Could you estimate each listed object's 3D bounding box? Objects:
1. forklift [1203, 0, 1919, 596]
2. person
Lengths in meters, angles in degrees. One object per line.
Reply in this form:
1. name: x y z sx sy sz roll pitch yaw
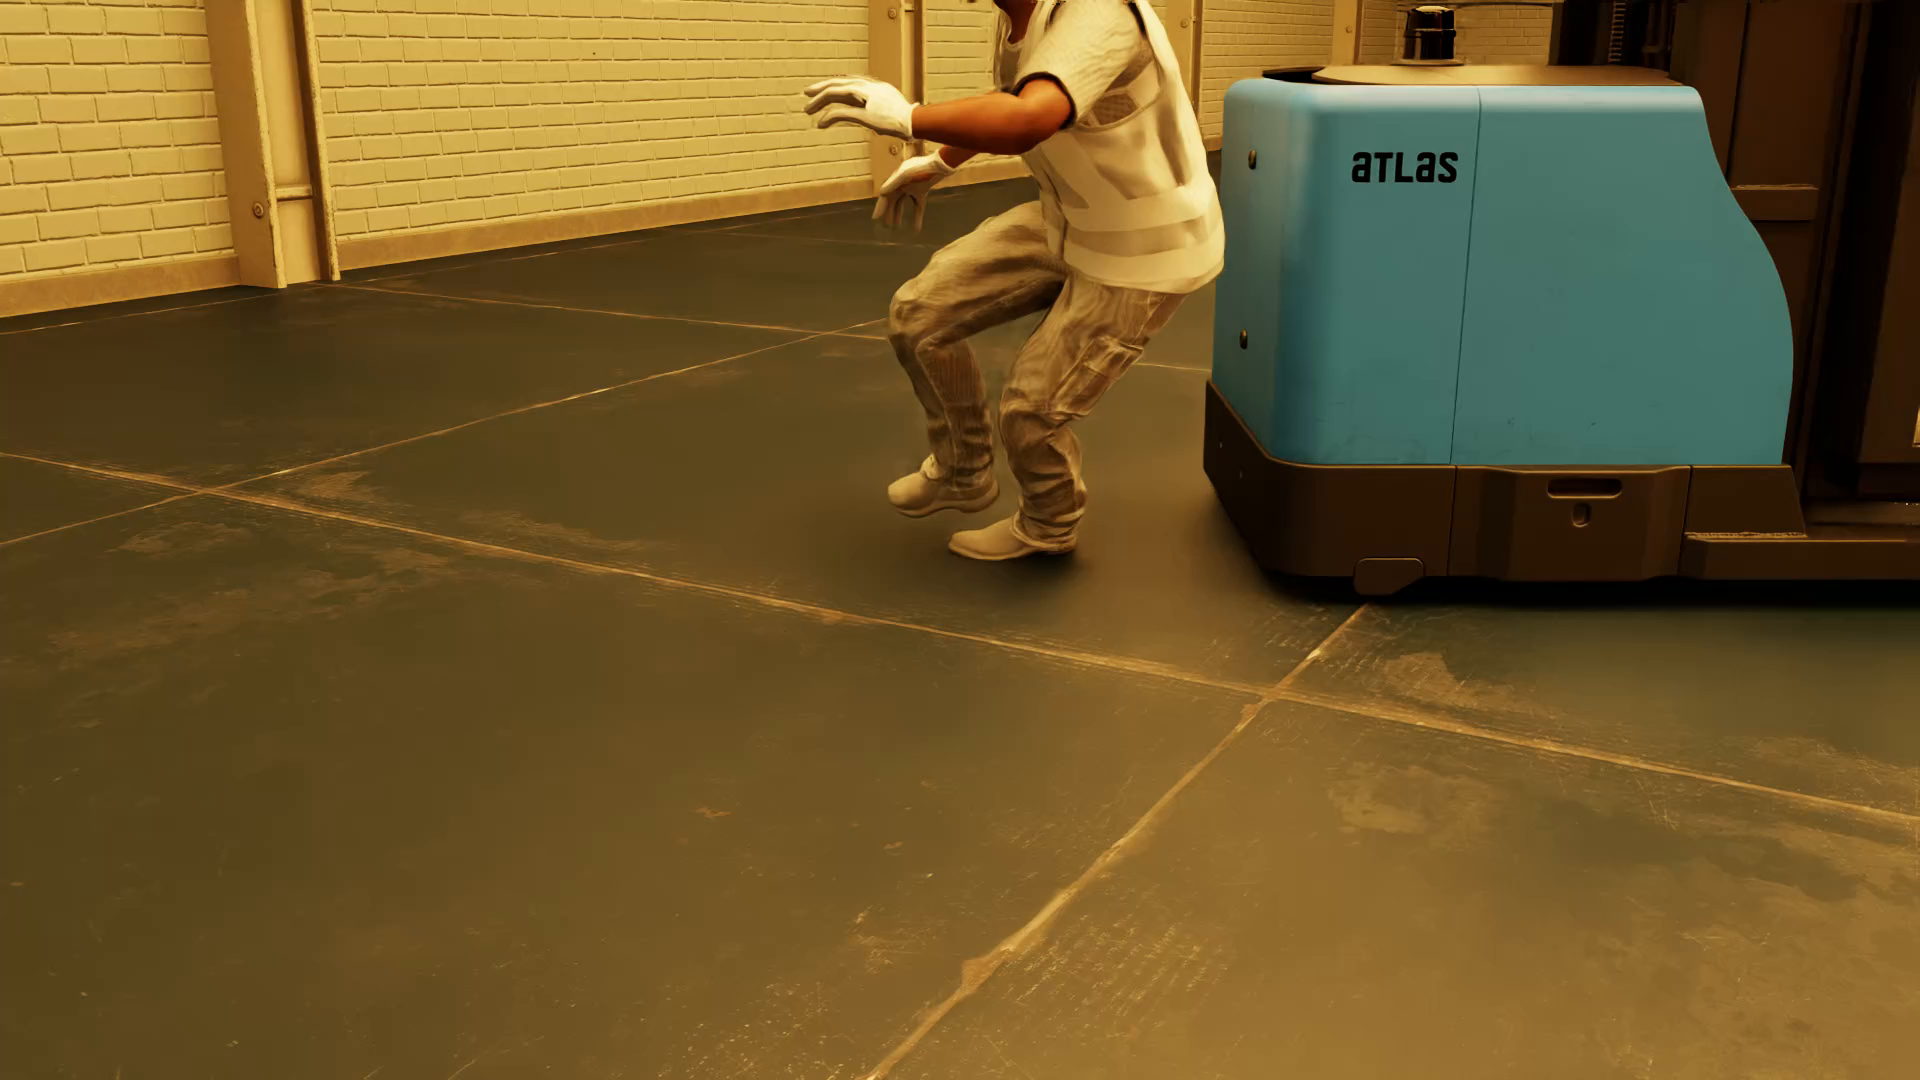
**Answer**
1. forklift: 2.164 -1.408 3.635 3.031 2.935 1.130 0 16 0
2. person: 0.054 -0.599 3.400 0.925 1.535 1.009 -8 18 -26
